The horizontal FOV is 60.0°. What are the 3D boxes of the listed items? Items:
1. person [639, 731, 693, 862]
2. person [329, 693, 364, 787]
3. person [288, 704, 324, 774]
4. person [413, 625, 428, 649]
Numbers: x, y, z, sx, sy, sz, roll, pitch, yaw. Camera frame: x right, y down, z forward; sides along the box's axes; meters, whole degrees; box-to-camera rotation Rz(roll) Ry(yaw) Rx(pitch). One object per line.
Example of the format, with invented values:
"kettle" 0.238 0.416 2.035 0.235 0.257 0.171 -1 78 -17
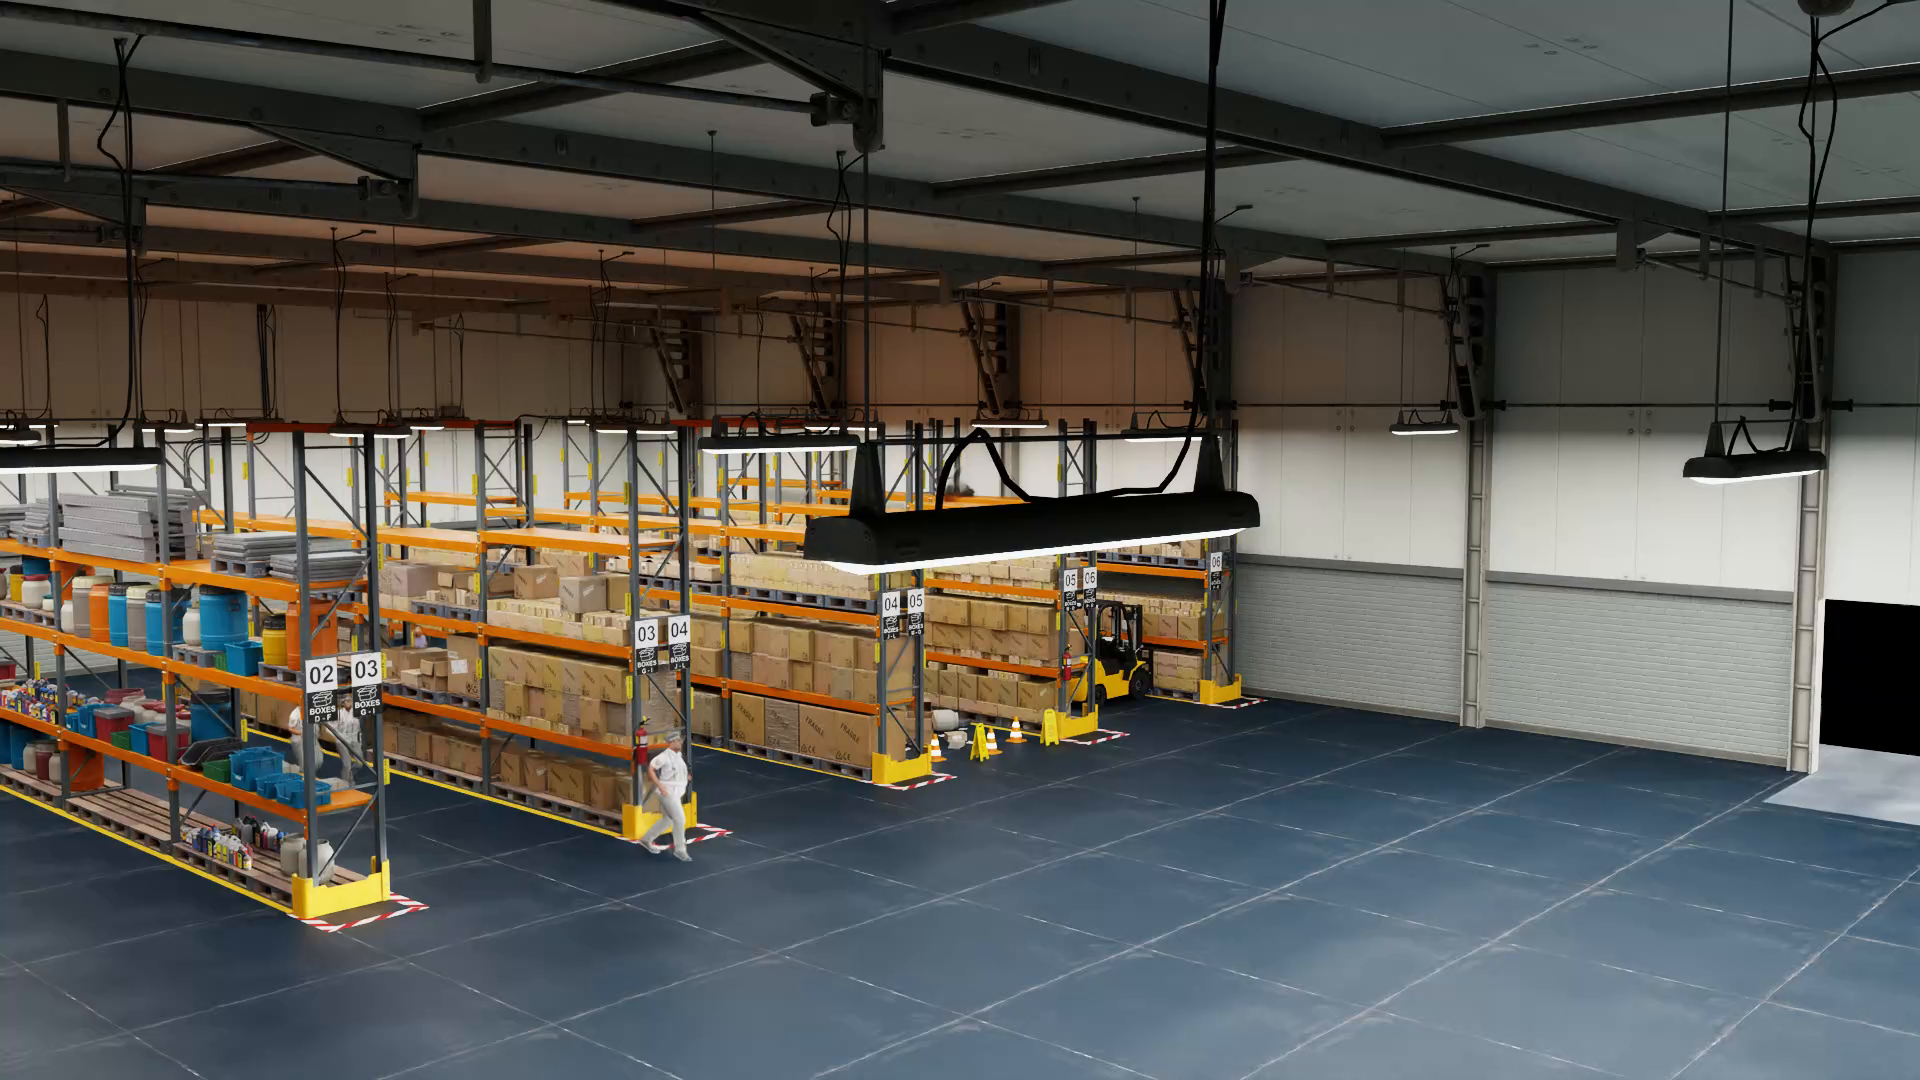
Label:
"person" -4.069 3.580 23.286 0.834 1.833 0.679 1 5 10
"person" -9.911 3.294 26.993 0.513 1.658 0.631 4 6 38
"person" -10.636 3.300 27.147 0.547 1.624 0.607 3 6 33
"person" -11.540 2.635 35.308 0.613 1.692 0.888 -4 6 -43
